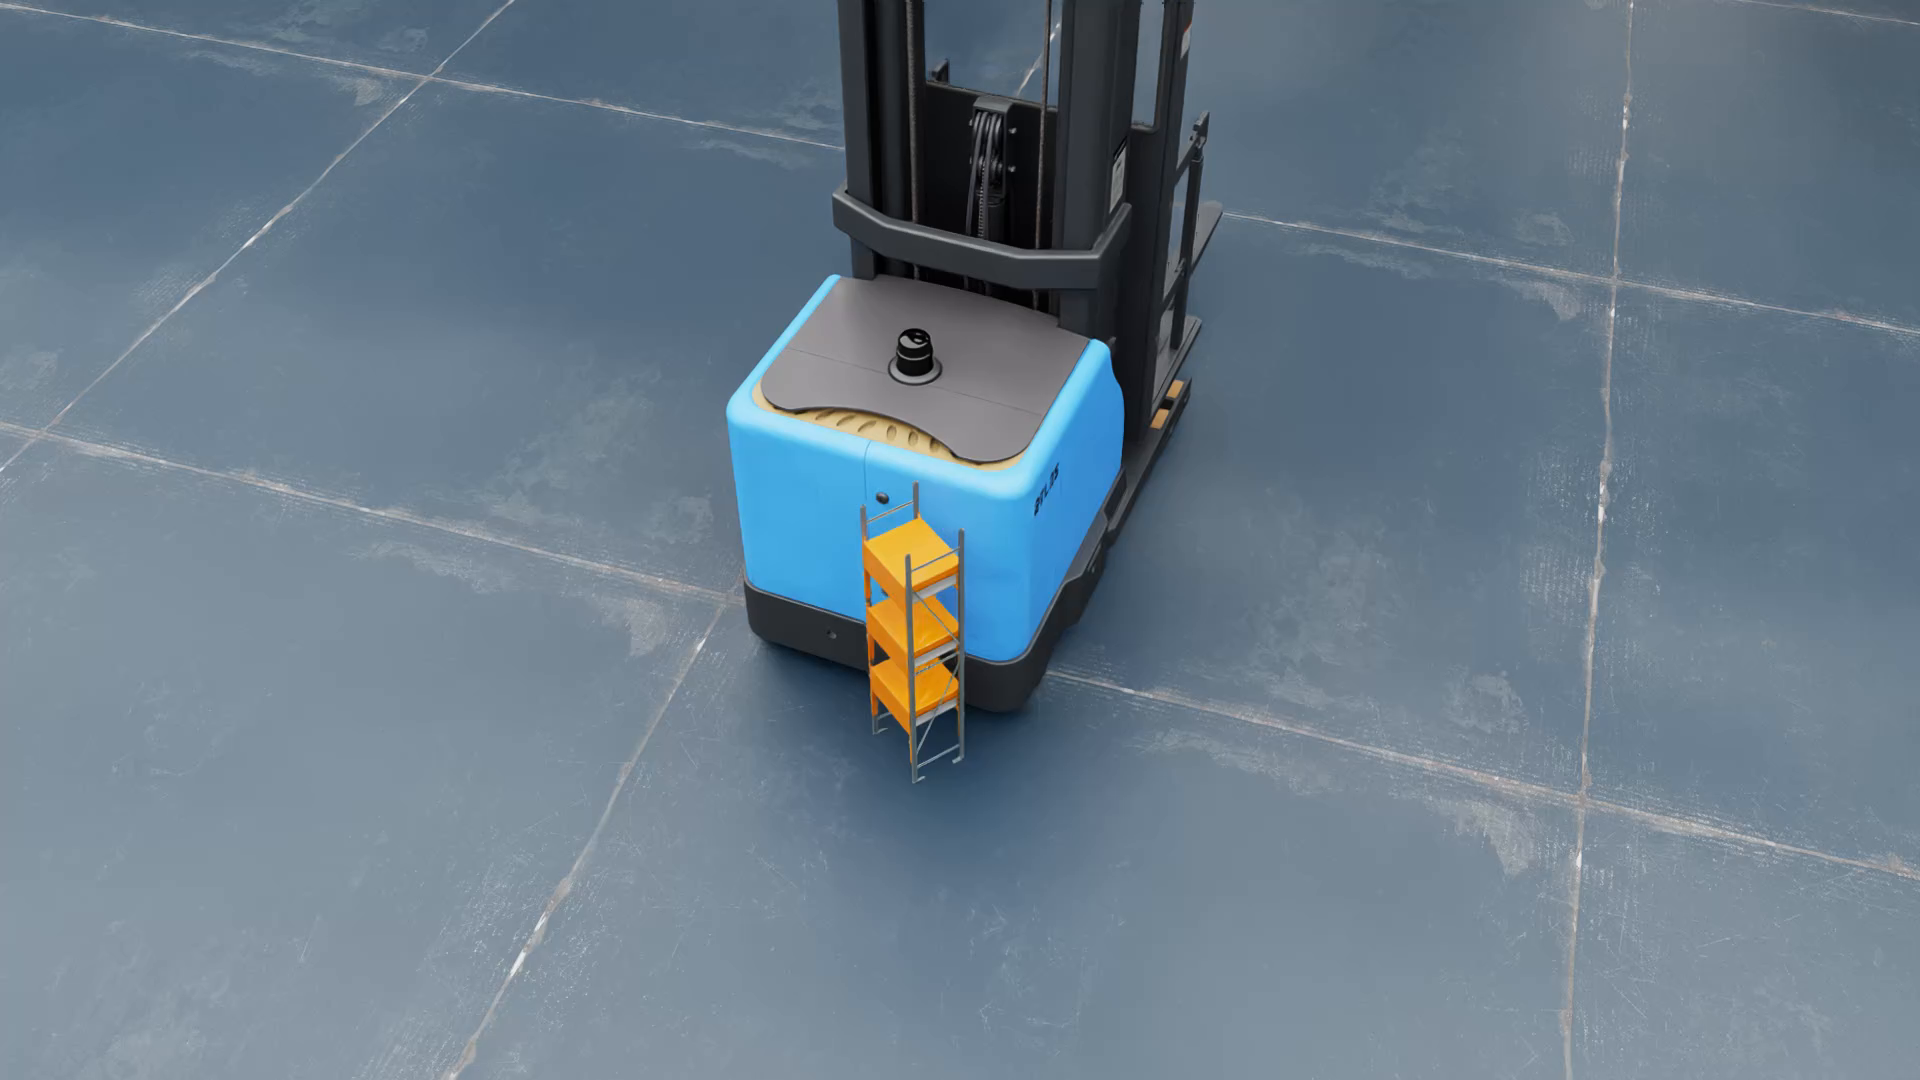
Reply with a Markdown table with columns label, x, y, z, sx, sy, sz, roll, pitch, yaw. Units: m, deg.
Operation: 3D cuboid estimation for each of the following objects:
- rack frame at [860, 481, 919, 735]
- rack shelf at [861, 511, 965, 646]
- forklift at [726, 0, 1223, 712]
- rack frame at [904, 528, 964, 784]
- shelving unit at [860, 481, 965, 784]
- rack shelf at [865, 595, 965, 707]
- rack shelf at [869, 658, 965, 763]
| label | x | y | z | sx | sy | sz | roll | pitch | yaw |
| --- | --- | --- | --- | --- | --- | --- | --- | --- | --- |
| rack frame | -0.207 | 0.240 | 5.254 | 0.200 | 1.050 | 0.008 | -25 | 50 | -23 |
| rack shelf | -0.140 | 0.115 | 4.990 | 0.215 | 0.259 | 0.240 | -25 | 50 | -23 |
| forklift | 0.289 | -1.516 | 5.704 | 1.130 | 2.935 | 3.031 | 16 | 47 | 16 |
| rack frame | -0.072 | 0.382 | 5.109 | 0.200 | 1.050 | 0.008 | -25 | 50 | -23 |
| shelving unit | -0.140 | 0.311 | 5.181 | 0.215 | 1.050 | 0.252 | -25 | 50 | -23 |
| rack shelf | -0.140 | 0.318 | 5.189 | 0.215 | 0.259 | 0.240 | -25 | 50 | -23 |
| rack shelf | -0.139 | 0.517 | 5.383 | 0.215 | 0.259 | 0.240 | -25 | 50 | -23 |
